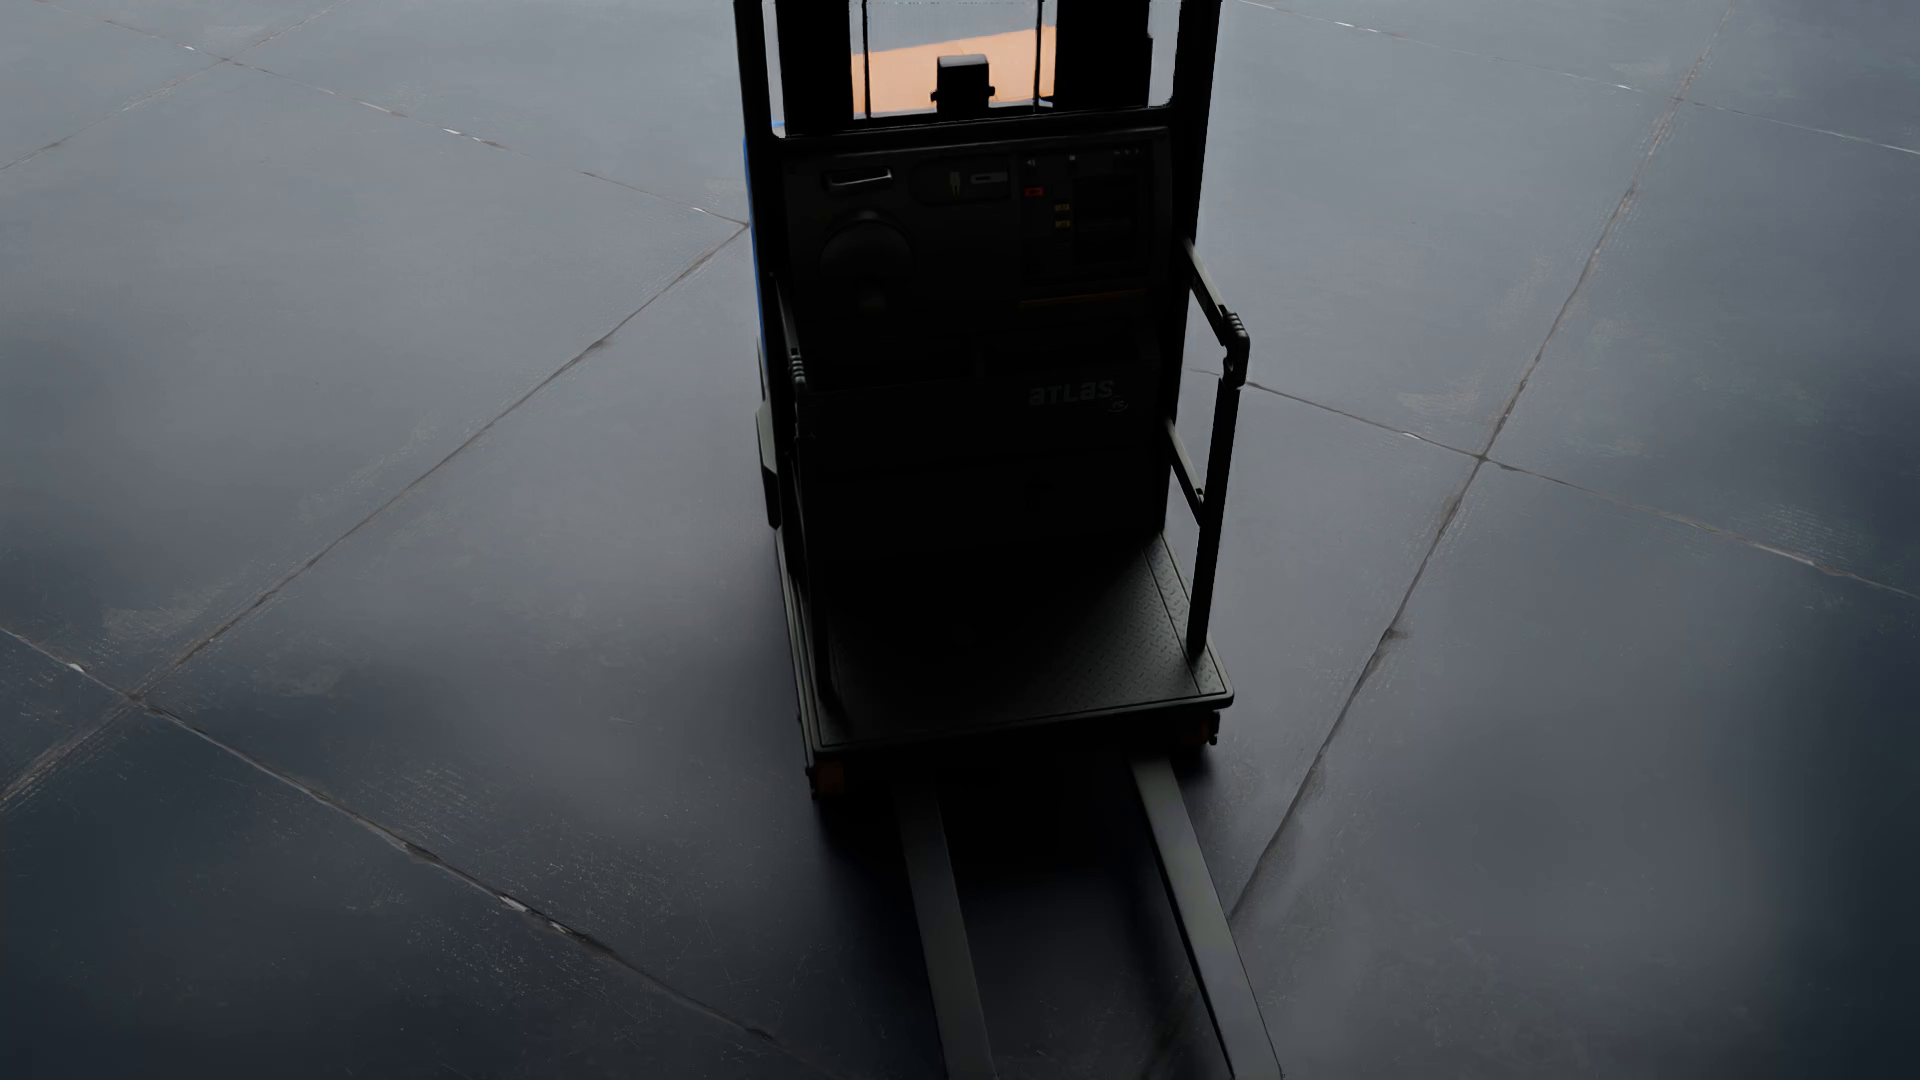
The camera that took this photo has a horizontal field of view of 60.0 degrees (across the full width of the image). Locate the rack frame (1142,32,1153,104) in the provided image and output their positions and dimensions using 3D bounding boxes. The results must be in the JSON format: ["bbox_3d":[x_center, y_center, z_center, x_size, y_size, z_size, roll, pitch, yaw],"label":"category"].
[{"bbox_3d":[0.536,-1.365,5.949,0.032,1.125,0.500,-12,43,-13],"label":"rack frame"}]

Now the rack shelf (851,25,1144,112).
[{"bbox_3d":[0.052,-1.482,5.639,1.000,0.278,0.538,-12,43,-13],"label":"rack shelf"}]

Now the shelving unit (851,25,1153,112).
[{"bbox_3d":[0.052,-1.262,5.832,1.048,1.125,0.538,-12,43,-13],"label":"shelving unit"}]

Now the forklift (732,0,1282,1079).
[{"bbox_3d":[0.089,-0.676,3.800,1.130,2.935,3.031,-7,42,-8],"label":"forklift"}]
